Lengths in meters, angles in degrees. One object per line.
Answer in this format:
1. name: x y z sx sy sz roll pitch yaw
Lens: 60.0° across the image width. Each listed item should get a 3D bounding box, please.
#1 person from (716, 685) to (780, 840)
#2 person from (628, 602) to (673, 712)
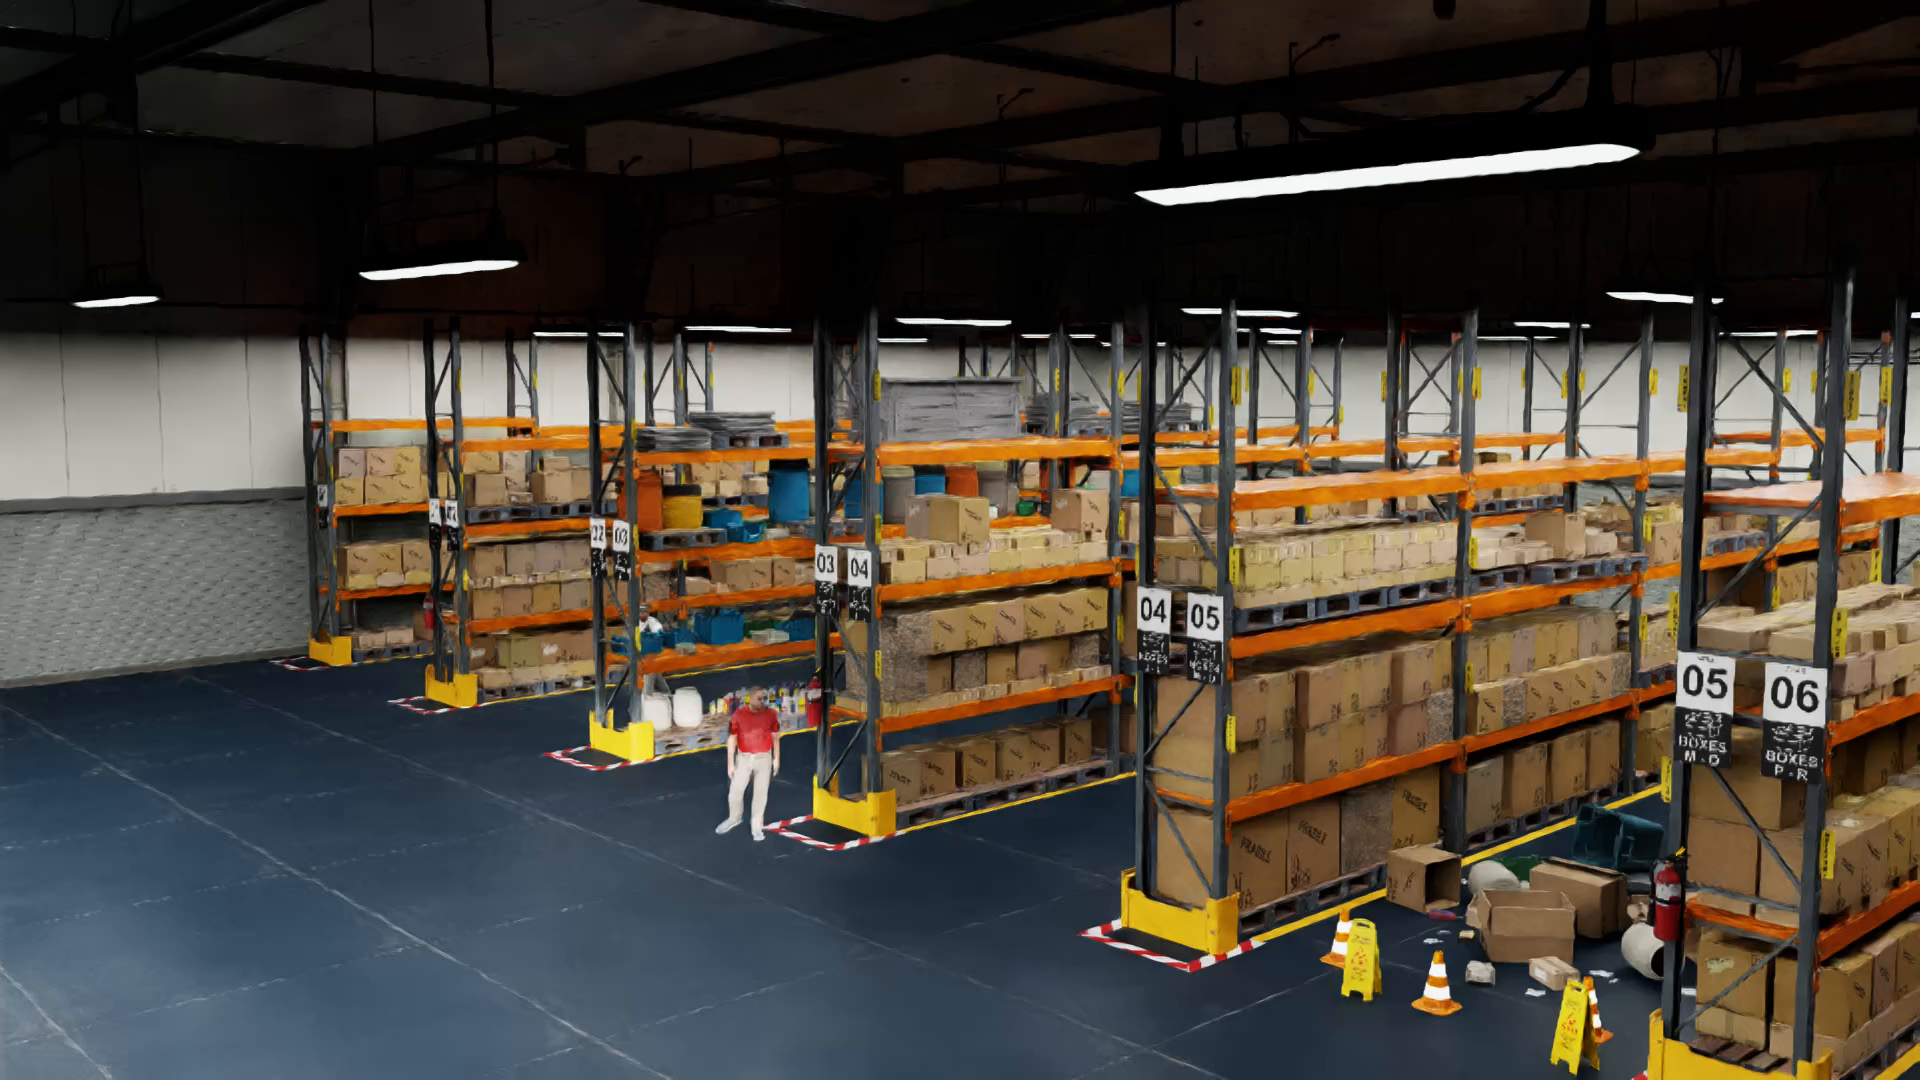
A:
1. person: -2.343 2.447 18.367 0.707 1.718 0.500 -1 6 -11
2. person: -4.734 1.754 25.288 0.562 1.684 1.100 4 7 38
